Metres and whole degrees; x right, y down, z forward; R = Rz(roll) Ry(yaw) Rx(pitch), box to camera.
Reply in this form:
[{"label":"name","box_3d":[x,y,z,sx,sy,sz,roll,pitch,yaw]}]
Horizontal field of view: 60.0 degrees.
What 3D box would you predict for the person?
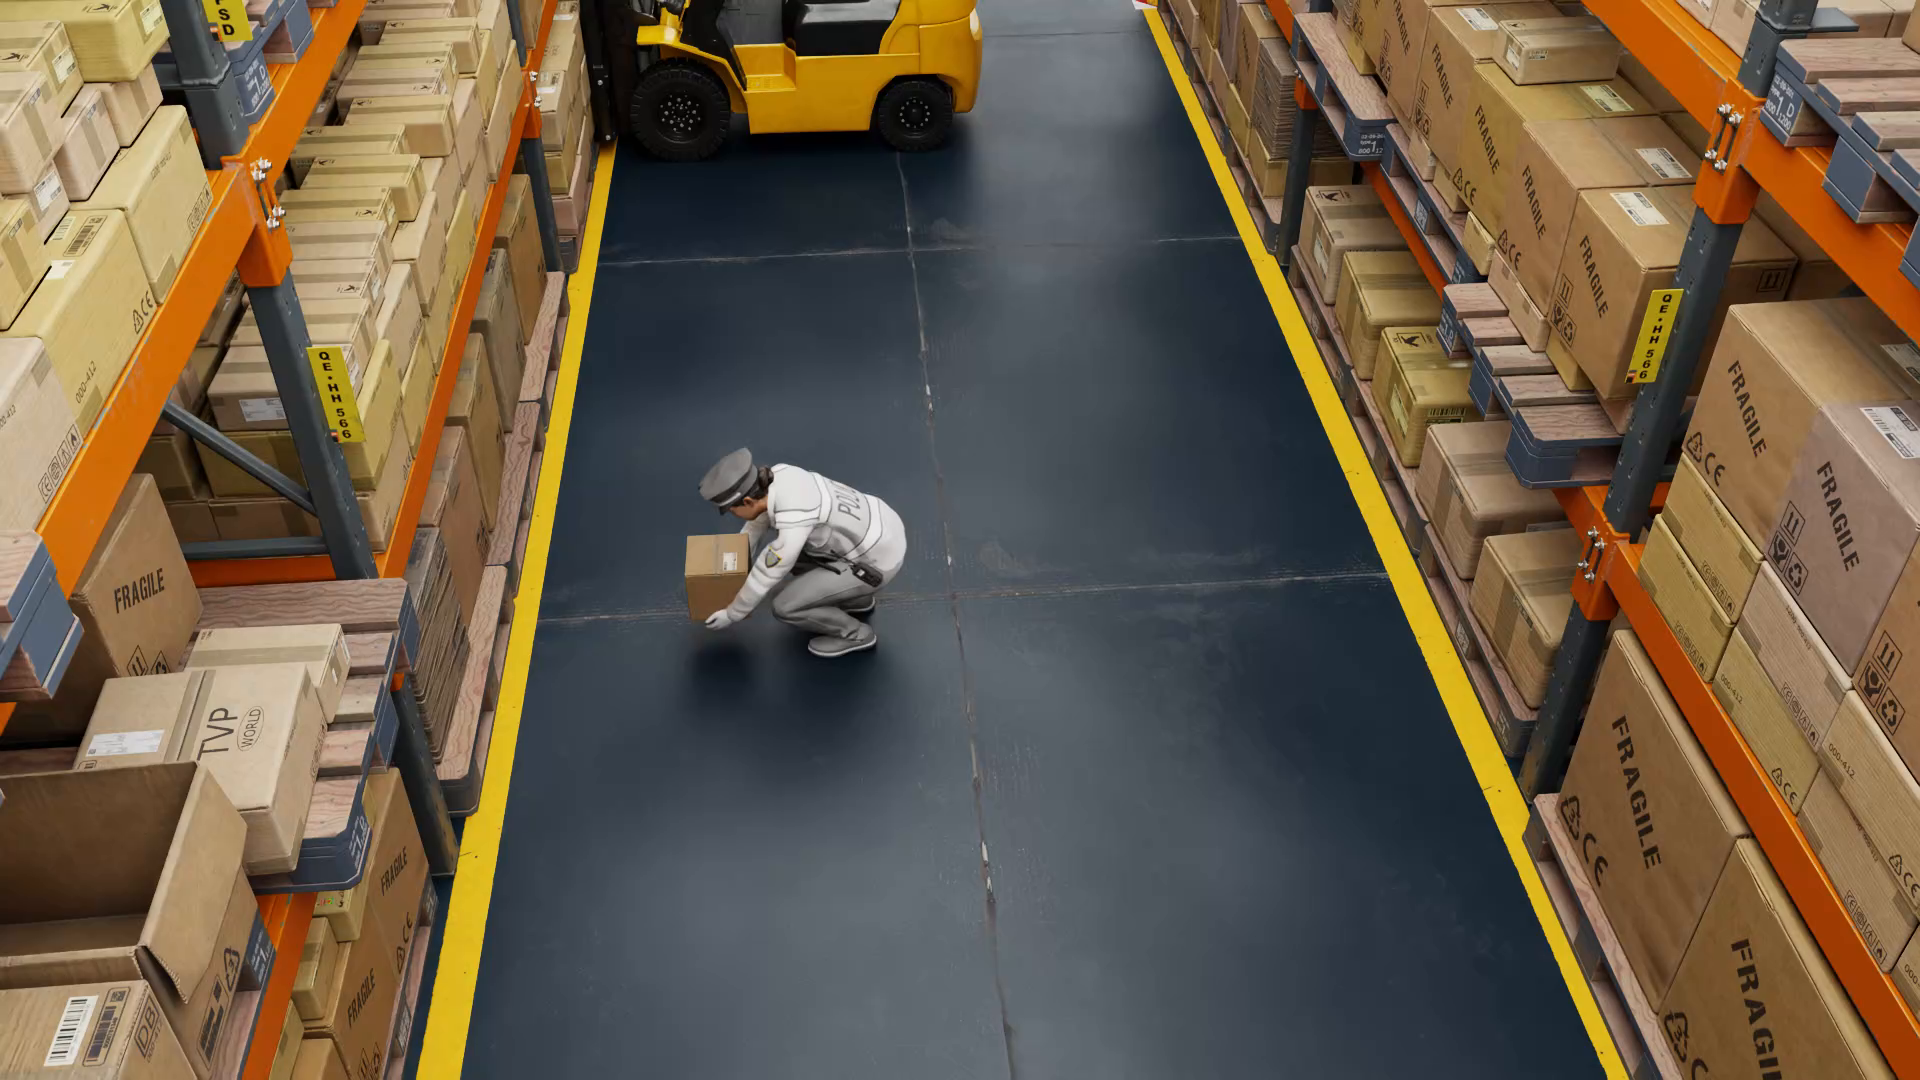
[{"label":"person","box_3d":[-0.632,0.022,6.692,0.829,0.961,0.495,-3,39,-4]}]
